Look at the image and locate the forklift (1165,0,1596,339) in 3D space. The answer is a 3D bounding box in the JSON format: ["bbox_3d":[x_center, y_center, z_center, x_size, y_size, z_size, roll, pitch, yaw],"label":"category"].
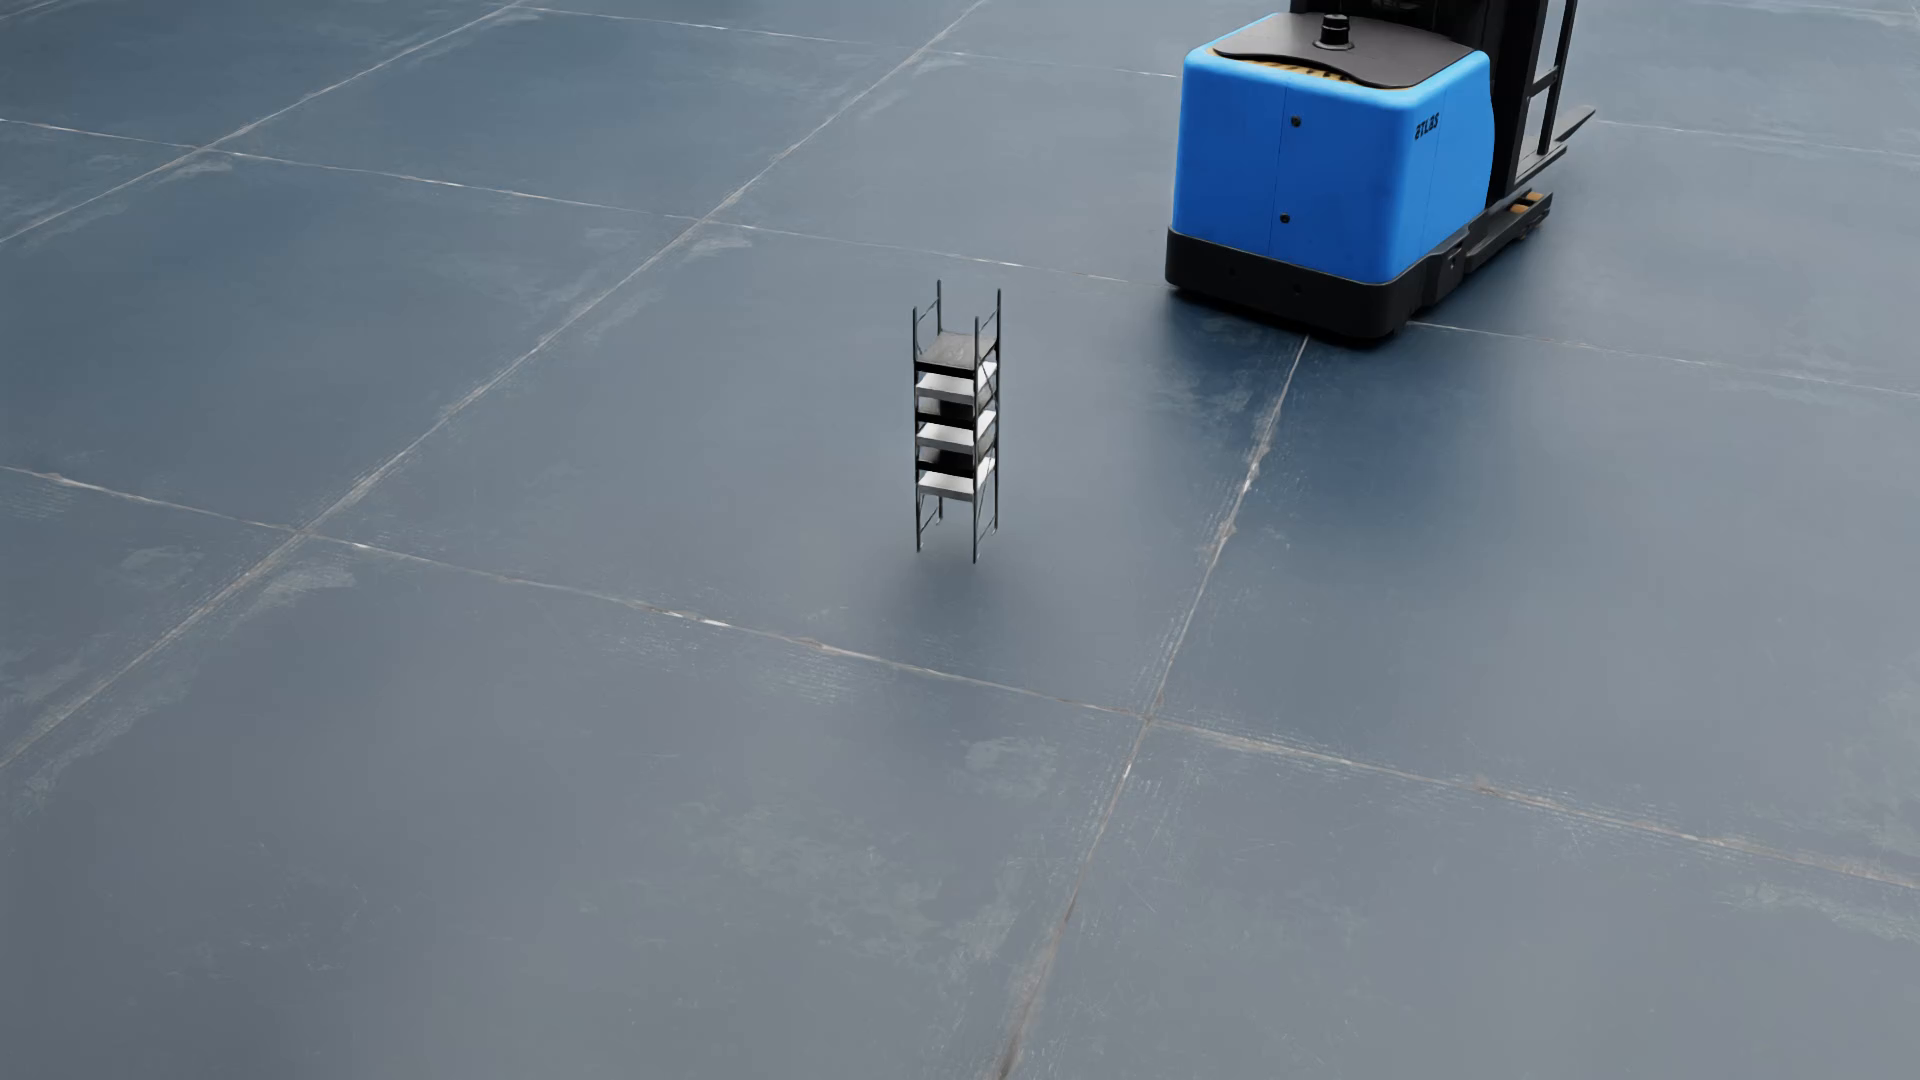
[{"bbox_3d":[2.195,-2.800,7.321,1.130,2.935,3.031,22,39,31],"label":"forklift"}]

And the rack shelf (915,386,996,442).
[{"bbox_3d":[-0.008,-0.427,5.414,0.200,0.077,0.258,11,34,16],"label":"rack shelf"}]

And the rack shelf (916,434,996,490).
[{"bbox_3d":[-0.008,-0.276,5.512,0.200,0.077,0.258,11,34,16],"label":"rack shelf"}]

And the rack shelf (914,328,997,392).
[{"bbox_3d":[-0.008,-0.578,5.316,0.200,0.077,0.258,11,34,16],"label":"rack shelf"}]

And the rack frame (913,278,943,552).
[{"bbox_3d":[-0.103,-0.398,5.473,0.006,0.900,0.240,11,34,16],"label":"rack frame"}]

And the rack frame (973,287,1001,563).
[{"bbox_3d":[0.088,-0.361,5.416,0.006,0.900,0.240,11,34,16],"label":"rack frame"}]

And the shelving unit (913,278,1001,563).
[{"bbox_3d":[-0.008,-0.380,5.445,0.210,0.900,0.258,11,34,16],"label":"shelving unit"}]

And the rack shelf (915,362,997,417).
[{"bbox_3d":[-0.008,-0.503,5.365,0.200,0.077,0.258,11,34,16],"label":"rack shelf"}]

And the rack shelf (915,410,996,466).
[{"bbox_3d":[-0.008,-0.352,5.463,0.200,0.077,0.258,11,34,16],"label":"rack shelf"}]

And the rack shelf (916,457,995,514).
[{"bbox_3d":[-0.008,-0.200,5.560,0.200,0.077,0.258,11,34,16],"label":"rack shelf"}]
